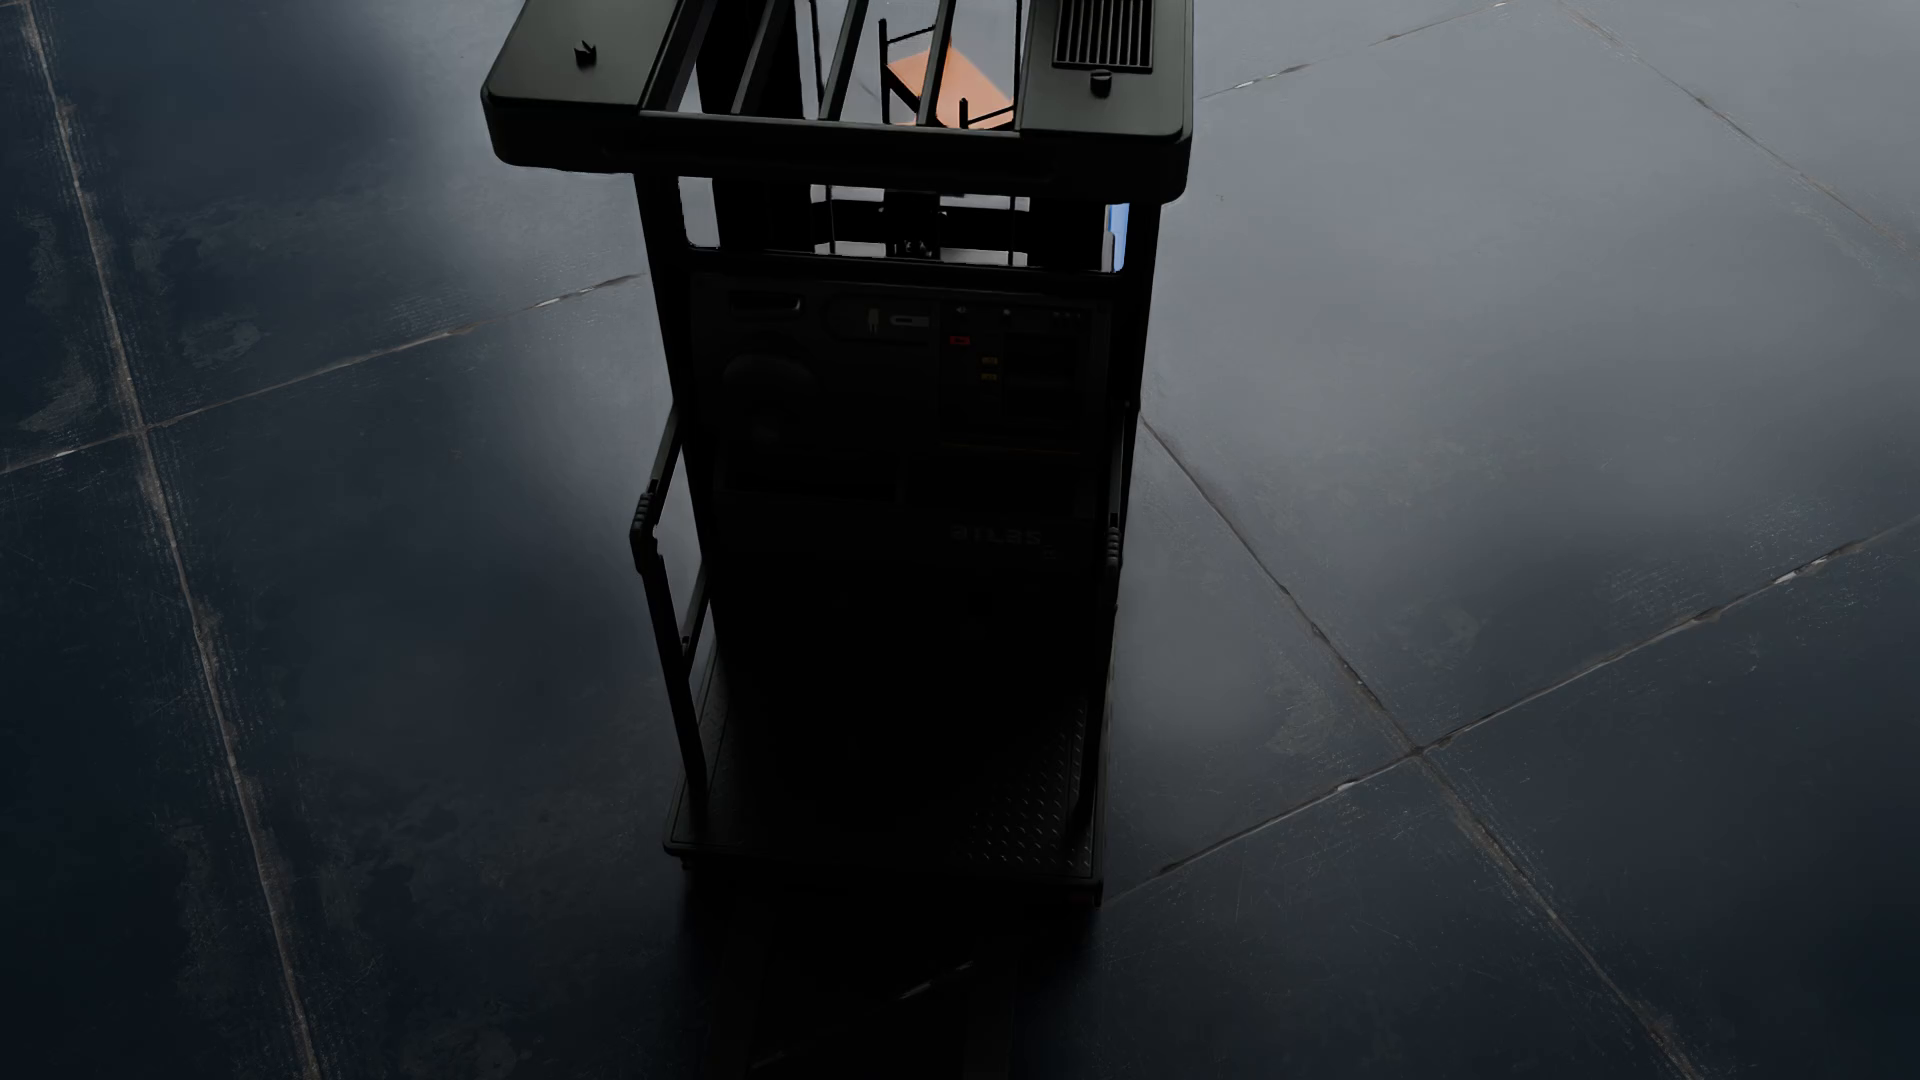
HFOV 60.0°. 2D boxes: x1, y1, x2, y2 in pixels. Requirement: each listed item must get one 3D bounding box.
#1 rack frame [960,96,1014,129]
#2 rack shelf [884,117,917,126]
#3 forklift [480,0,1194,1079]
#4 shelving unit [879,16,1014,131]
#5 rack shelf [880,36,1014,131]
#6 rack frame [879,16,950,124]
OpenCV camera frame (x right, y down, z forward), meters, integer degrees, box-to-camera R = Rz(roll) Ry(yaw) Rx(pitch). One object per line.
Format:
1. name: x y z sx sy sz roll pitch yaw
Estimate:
1. rack frame: 0.106 -0.912 5.250 0.240 1.200 0.015 -24 53 -19
2. rack shelf: -0.016 -1.173 5.271 0.258 0.148 0.480 -24 53 -19
3. forklift: -0.153 -0.286 3.553 1.130 2.935 3.031 4 49 4
4. shelving unit: -0.016 -1.070 5.389 0.258 1.200 0.503 -24 53 -19
5. rack shelf: -0.016 -1.329 5.093 0.258 0.148 0.480 -24 53 -19
6. rack frame: -0.139 -1.229 5.528 0.240 1.200 0.015 -24 53 -19
